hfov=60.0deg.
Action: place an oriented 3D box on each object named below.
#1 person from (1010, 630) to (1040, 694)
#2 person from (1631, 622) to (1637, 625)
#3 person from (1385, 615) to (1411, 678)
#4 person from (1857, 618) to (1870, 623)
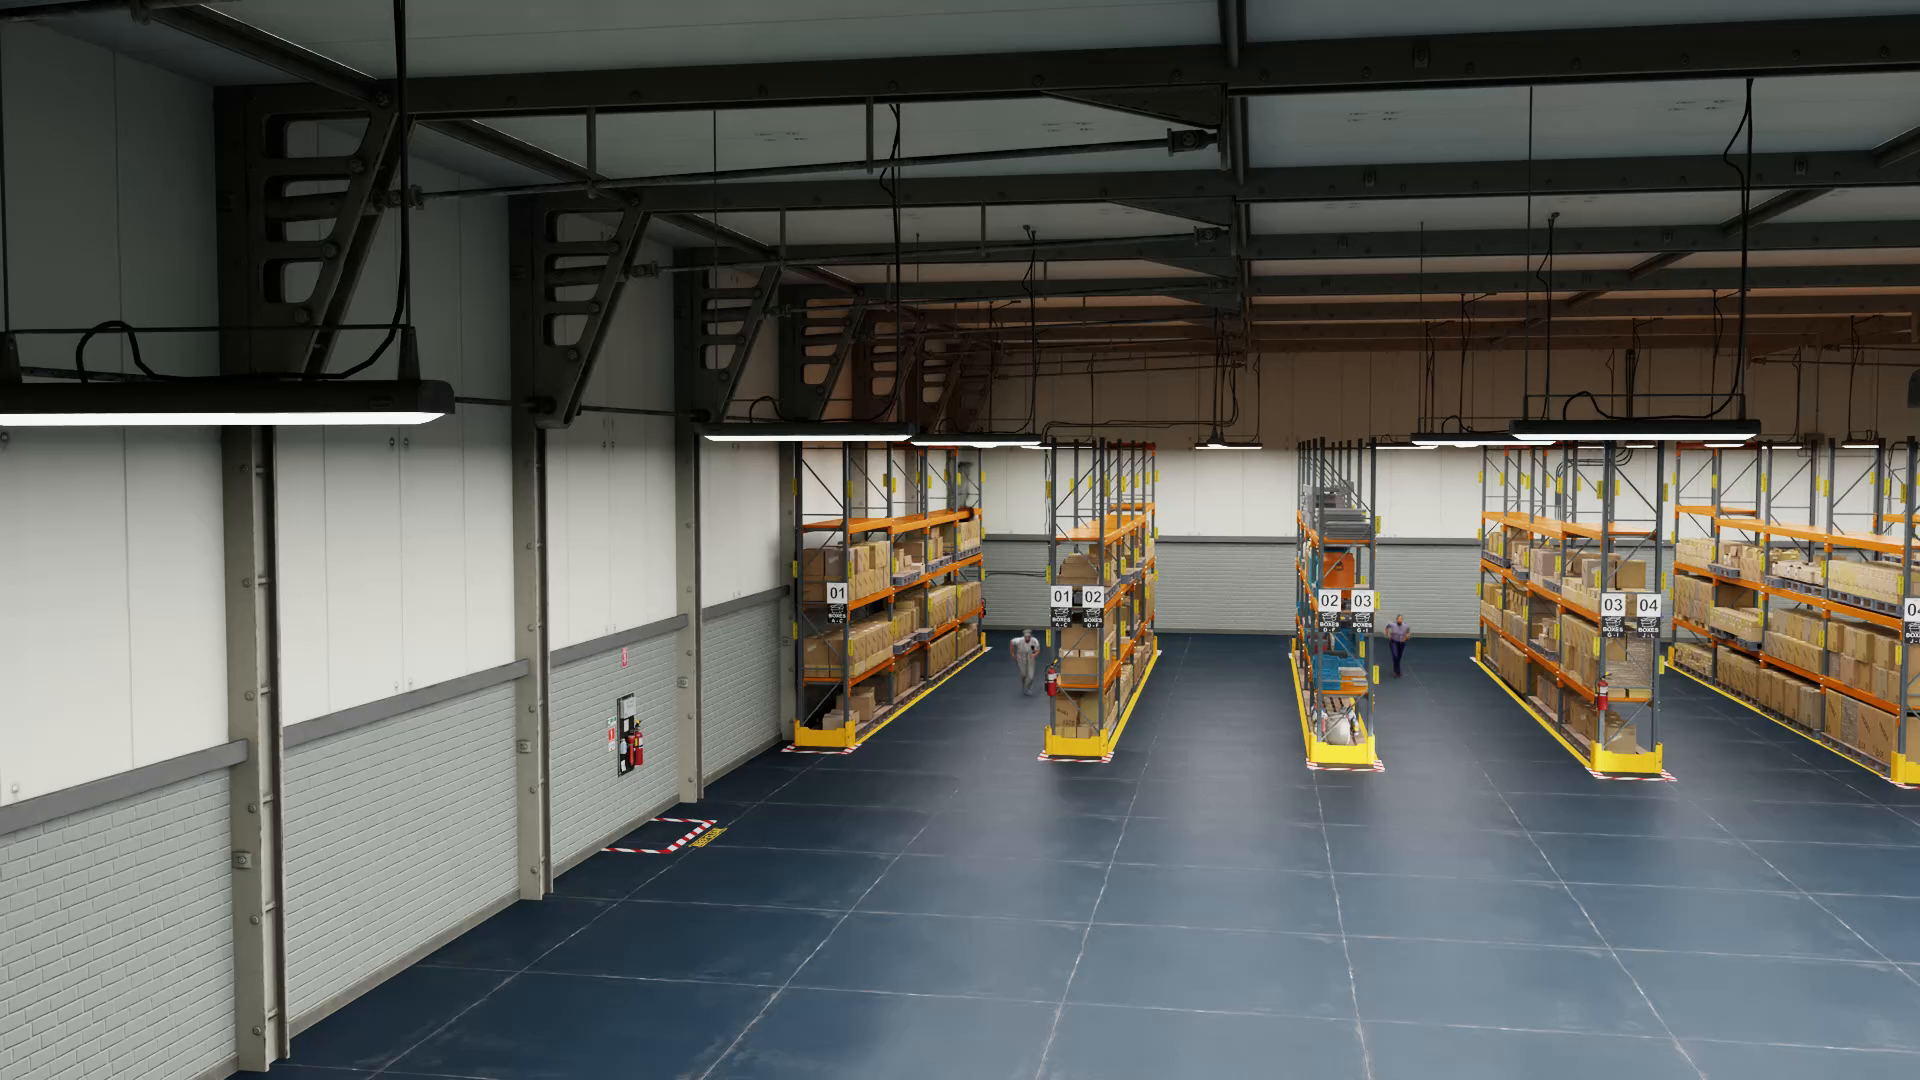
[{"bbox_3d":[1.522,2.874,39.053,0.695,1.571,0.878,0,3,-2],"label":"person"},{"bbox_3d":[18.204,2.526,45.046,0.738,1.635,0.574,-2,4,-38],"label":"person"},{"bbox_3d":[11.180,2.703,42.517,0.611,1.661,0.931,0,3,5],"label":"person"},{"bbox_3d":[24.525,2.444,45.130,0.866,1.756,0.759,2,4,33],"label":"person"}]
